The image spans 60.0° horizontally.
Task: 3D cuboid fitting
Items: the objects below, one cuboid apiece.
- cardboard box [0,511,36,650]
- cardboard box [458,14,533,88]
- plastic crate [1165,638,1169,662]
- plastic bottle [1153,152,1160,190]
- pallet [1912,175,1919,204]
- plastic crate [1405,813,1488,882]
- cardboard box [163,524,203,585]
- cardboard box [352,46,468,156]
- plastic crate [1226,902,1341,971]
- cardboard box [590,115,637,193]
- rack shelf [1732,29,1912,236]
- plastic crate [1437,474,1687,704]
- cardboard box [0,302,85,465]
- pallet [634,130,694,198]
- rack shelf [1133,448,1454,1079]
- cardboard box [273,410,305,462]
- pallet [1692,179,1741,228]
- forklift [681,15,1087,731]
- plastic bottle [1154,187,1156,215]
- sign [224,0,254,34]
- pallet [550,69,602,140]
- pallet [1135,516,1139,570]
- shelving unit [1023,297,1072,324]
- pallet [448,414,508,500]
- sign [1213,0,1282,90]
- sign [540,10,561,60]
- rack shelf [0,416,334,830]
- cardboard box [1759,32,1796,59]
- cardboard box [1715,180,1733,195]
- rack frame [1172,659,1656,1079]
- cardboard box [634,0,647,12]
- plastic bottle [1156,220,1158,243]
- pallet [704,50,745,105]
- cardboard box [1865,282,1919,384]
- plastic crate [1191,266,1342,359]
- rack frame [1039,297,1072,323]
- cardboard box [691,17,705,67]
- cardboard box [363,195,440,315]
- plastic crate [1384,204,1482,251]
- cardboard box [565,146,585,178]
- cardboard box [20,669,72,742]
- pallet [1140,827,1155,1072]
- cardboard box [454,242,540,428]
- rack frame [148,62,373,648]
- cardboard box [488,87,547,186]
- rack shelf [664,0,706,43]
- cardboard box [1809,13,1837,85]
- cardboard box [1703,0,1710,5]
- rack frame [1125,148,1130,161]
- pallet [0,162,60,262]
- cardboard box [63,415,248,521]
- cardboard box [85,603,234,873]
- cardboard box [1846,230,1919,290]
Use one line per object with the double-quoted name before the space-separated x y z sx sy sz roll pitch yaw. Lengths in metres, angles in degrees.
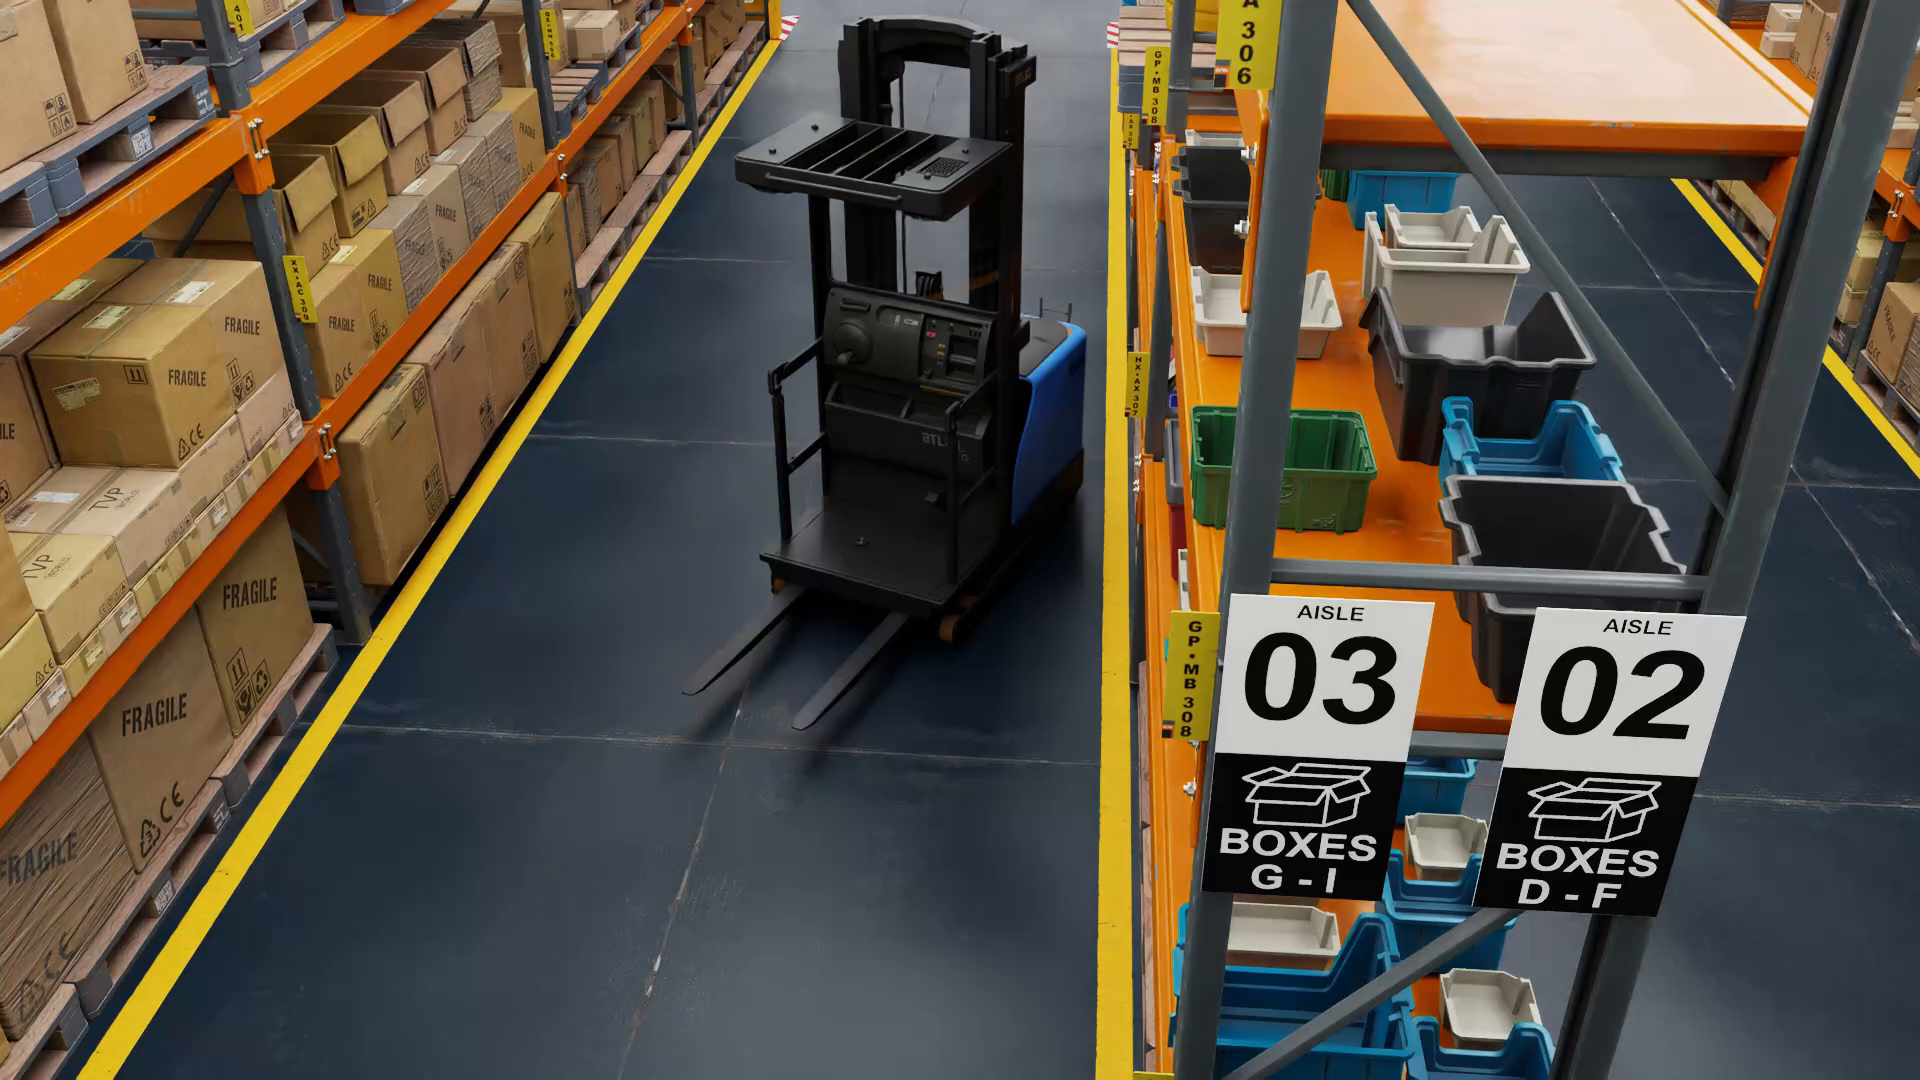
"cardboard box" -3.524 0.166 5.546 0.500 0.500 0.500 2 32 3
"cardboard box" -3.254 -3.368 11.641 0.500 0.500 0.500 -1 32 -2
"plastic crate" 0.939 0.493 5.974 0.416 0.233 0.300 2 32 4
"plastic bottle" 1.321 -2.386 10.661 0.152 0.276 0.135 2 32 4
"pallet" 6.630 -1.999 10.097 1.213 0.211 1.003 2 32 4
"plastic crate" 1.539 0.985 5.267 0.250 0.136 0.298 2 32 4
"cardboard box" -3.365 0.047 6.834 0.380 0.149 0.250 3 32 5
"cardboard box" -3.389 -2.610 9.855 0.797 0.503 0.637 3 32 5
"plastic crate" 0.913 1.185 4.943 0.396 0.136 0.243 2 32 4
"cardboard box" -3.106 -3.216 13.853 0.700 0.500 0.500 0 32 0
"rack shelf" 6.778 -3.177 12.512 1.077 0.370 4.000 2 32 4
"plastic crate" 1.336 0.121 3.740 0.497 0.269 0.590 2 32 4
"cardboard box" -3.925 -0.656 6.881 0.500 0.500 0.500 2 32 4
"pallet" -2.994 -3.360 14.781 1.003 0.211 1.213 2 32 4
"rack shelf" 1.190 0.792 6.071 1.077 0.370 4.000 2 32 4
"cardboard box" -3.282 -0.491 7.707 0.380 0.149 0.250 3 32 4
"pallet" 6.920 -2.955 14.124 1.003 0.211 1.213 2 32 4
"forklift" -0.365 -0.969 8.309 1.130 2.935 3.031 14 34 22
"plastic bottle" 1.283 -2.144 10.268 0.152 0.276 0.135 2 32 4
"sign" -3.030 -2.279 6.942 0.100 0.325 0.005 2 32 4
"pallet" -3.306 -3.158 11.979 1.213 0.211 1.003 2 32 4
"pallet" 1.457 0.226 8.963 1.003 0.211 1.213 2 32 4
"shelving unit" 0.510 -0.910 10.004 0.215 1.050 0.252 14 34 22
"pallet" -3.499 -0.630 10.352 1.003 0.211 1.213 2 32 4
"sign" 0.478 -0.900 2.720 0.100 0.325 0.005 2 32 4
"sign" -2.705 -3.334 10.977 0.100 0.325 0.005 2 32 4
"rack shelf" -3.746 0.581 6.414 1.077 0.370 4.000 2 32 4
"cardboard box" 6.665 -3.968 13.349 0.380 0.149 0.250 2 32 4
"cardboard box" 6.618 -3.070 13.873 0.500 0.250 0.500 3 32 5
"rack frame" 1.027 1.532 4.185 1.000 3.000 0.127 2 32 4
"cardboard box" -3.137 -4.979 13.778 1.000 1.000 1.000 3 32 4
"plastic bottle" 1.217 -1.892 9.864 0.097 0.271 0.097 0 32 0
"pallet" -2.816 -4.760 17.052 1.003 0.211 1.213 2 32 4
"cardboard box" 6.293 -1.335 10.801 0.500 0.500 0.500 4 32 6
"plastic crate" 0.948 -0.724 5.238 0.437 0.136 0.530 2 32 4
"rack frame" 0.563 -0.967 10.099 0.200 1.050 0.008 14 34 22
"cardboard box" -2.849 -4.904 16.611 0.500 0.500 0.500 0 32 0
"cardboard box" -3.216 -1.568 9.120 0.500 0.500 0.500 2 32 3
"plastic crate" 1.629 -1.043 5.756 0.293 0.136 0.466 2 32 4
"cardboard box" -3.200 -2.935 12.681 0.500 0.250 0.500 6 32 10
"cardboard box" -3.449 0.583 5.964 0.380 0.149 0.250 2 32 3
"pallet" 1.235 1.653 6.646 1.003 0.211 1.213 2 32 4
"cardboard box" -3.415 -1.311 10.424 1.225 0.875 0.875 3 32 4
"rack frame" -3.584 -0.771 7.922 1.000 3.000 0.127 2 32 4
"cardboard box" -3.051 -2.637 10.854 0.500 0.500 0.500 3 32 5
"rack shelf" -2.769 -5.694 16.596 1.077 0.370 4.000 2 32 4
"cardboard box" 6.778 -3.634 12.472 0.500 0.500 0.500 3 32 4
"cardboard box" 7.007 -5.080 14.819 0.700 0.500 0.500 2 32 3
"rack frame" 2.004 -4.743 14.367 1.000 3.000 0.127 2 32 4
"pallet" -3.763 -0.947 5.433 1.003 0.211 1.213 2 32 4
"cardboard box" -3.398 -0.321 7.052 0.500 0.250 0.500 3 32 5
"cardboard box" -3.790 0.767 7.052 0.875 0.875 0.875 2 32 4
"cardboard box" 6.412 -1.969 11.552 0.500 0.311 0.500 3 32 5
